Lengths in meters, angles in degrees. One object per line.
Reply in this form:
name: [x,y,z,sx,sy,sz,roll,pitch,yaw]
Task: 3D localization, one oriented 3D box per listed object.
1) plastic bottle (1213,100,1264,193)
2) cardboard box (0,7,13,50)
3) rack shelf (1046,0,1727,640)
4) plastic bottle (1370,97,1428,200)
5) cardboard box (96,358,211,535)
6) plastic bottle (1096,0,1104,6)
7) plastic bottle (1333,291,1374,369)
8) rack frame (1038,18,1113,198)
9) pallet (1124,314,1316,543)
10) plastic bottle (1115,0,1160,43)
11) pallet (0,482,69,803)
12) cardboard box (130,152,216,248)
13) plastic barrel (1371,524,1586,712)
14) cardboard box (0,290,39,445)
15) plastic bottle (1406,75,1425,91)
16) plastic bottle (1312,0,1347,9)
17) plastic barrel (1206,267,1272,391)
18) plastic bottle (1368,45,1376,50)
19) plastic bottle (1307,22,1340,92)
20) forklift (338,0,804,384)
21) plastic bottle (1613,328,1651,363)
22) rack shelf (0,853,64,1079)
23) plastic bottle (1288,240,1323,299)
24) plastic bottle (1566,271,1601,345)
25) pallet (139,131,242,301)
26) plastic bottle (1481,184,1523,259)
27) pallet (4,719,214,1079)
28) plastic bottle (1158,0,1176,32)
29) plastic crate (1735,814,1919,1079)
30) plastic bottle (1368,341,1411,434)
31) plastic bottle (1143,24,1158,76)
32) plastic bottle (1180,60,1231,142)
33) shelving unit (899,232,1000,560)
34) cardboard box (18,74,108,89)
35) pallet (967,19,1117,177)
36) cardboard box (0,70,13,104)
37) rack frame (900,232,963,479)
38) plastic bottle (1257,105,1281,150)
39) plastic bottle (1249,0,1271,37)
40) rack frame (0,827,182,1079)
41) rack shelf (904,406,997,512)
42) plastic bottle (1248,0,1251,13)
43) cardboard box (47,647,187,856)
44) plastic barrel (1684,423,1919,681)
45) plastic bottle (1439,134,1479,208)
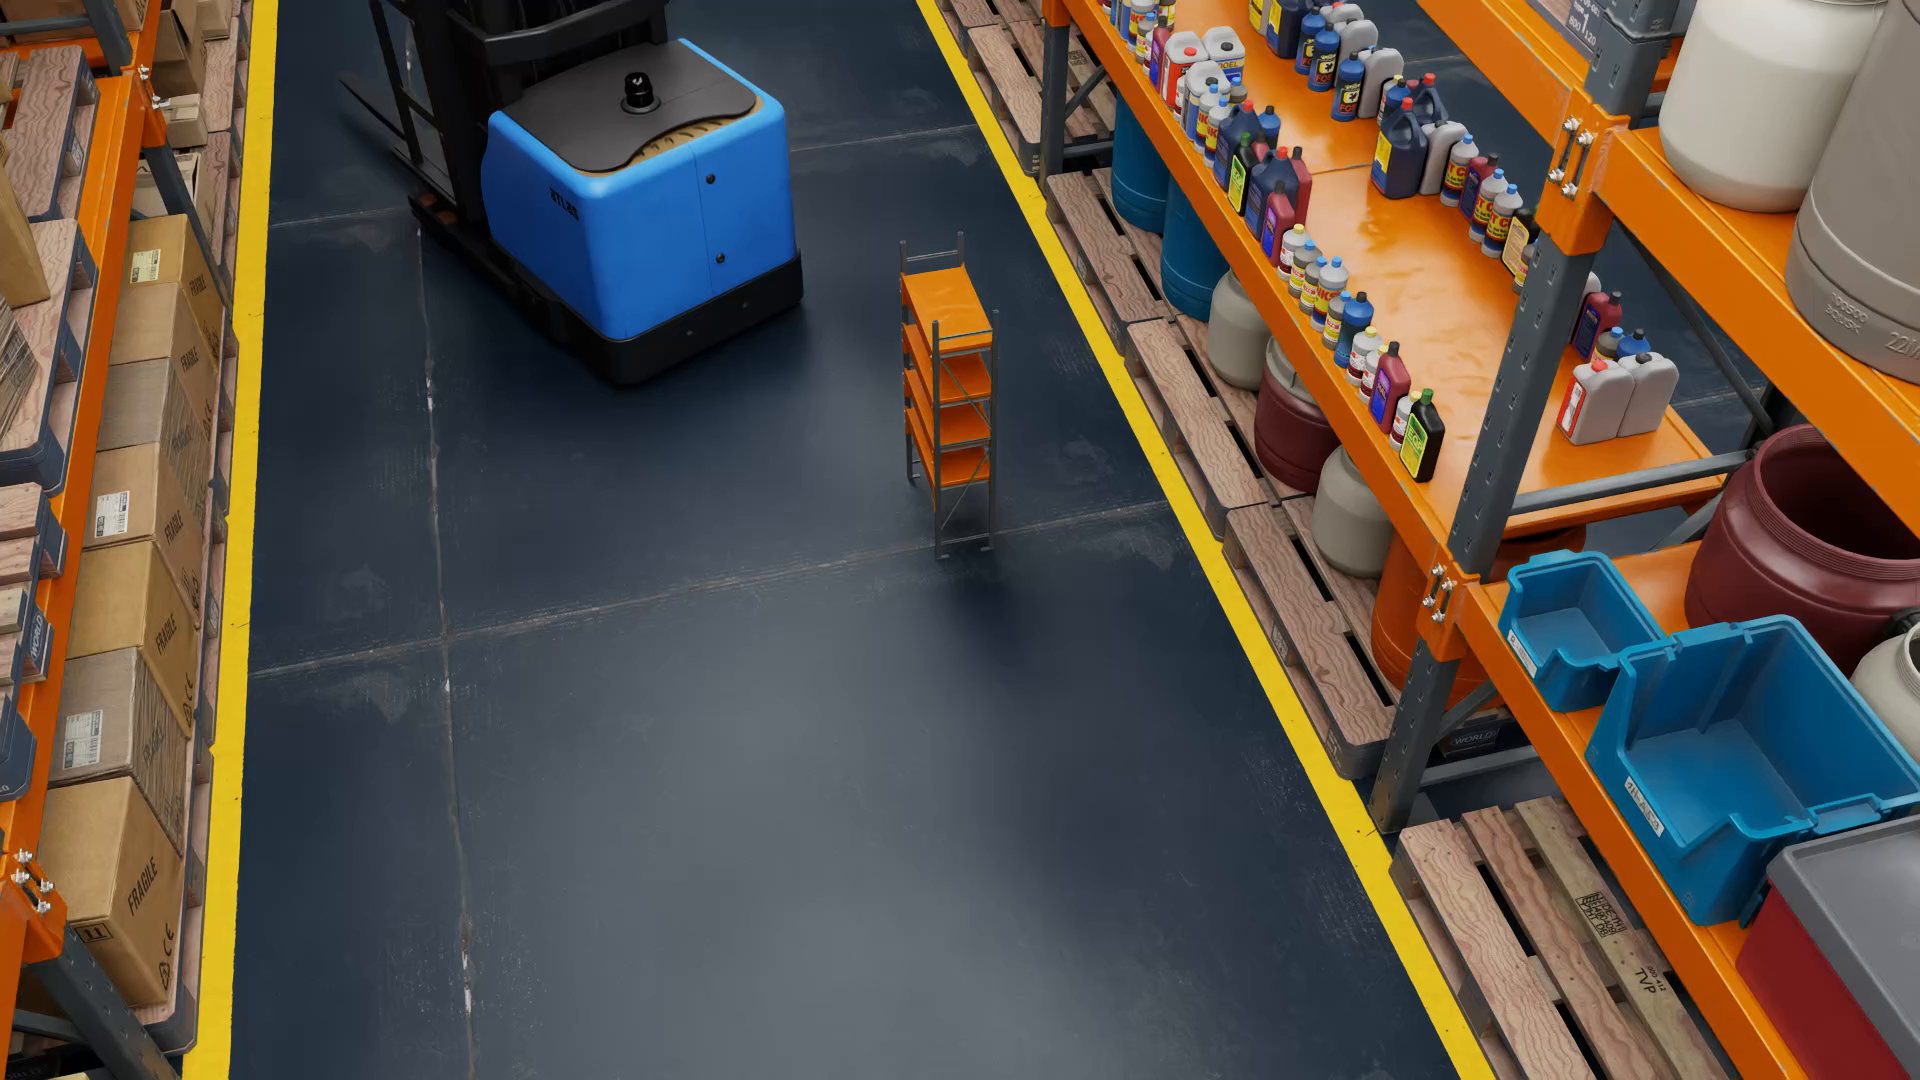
plastic bottle: [1.033,-1.469,6.124,0.144,0.351,0.185,-11,47,-10]
cardboard box: [-4.266,-2.351,6.883,0.500,0.500,0.500,-10,46,-10]
rack shelf: [1.412,-1.288,6.416,1.077,0.370,4.000,-11,47,-10]
plastic bottle: [1.621,-1.447,6.103,0.144,0.351,0.185,-11,47,-10]
cardboard box: [-3.240,-0.319,6.405,0.500,0.500,0.500,-10,46,-10]
plastic bottle: [0.615,-2.456,7.139,0.061,0.283,0.133,-11,47,-10]
plastic bottle: [1.287,-0.692,5.418,0.097,0.271,0.097,0,46,0]
rack frame: [0.900,-2.921,7.512,1.000,3.000,0.127,-11,47,-10]
pallet: [1.373,-0.560,7.151,1.003,0.211,1.213,-11,47,-10]
plastic bottle: [0.744,-2.235,6.927,0.152,0.276,0.135,-11,47,-10]
pallet: [-3.107,0.356,4.435,1.213,0.211,1.003,-11,47,-10]
cardboard box: [-3.788,-1.560,7.753,0.500,0.311,0.500,-11,47,-10]
plastic barrel: [1.782,0.119,5.759,0.600,0.830,0.708,-11,47,-10]
cardboard box: [-3.185,-0.518,4.794,0.700,0.500,0.500,-3,46,-3]
plastic bottle: [1.733,-1.662,6.360,0.061,0.283,0.133,-11,47,-10]
plastic bottle: [1.499,-2.201,6.841,0.144,0.351,0.185,-11,47,-10]
plastic barrel: [1.262,-0.923,7.002,0.421,0.512,0.421,0,46,0]
plastic bottle: [1.626,-1.870,6.621,0.097,0.201,0.097,0,46,0]
plastic bottle: [1.454,-1.934,6.635,0.097,0.271,0.097,0,46,0]
forklift: [-2.074,-2.692,7.336,1.130,2.935,3.031,-32,53,-27]
plastic bottle: [2.122,-0.557,5.286,0.097,0.271,0.097,0,46,0]
rack shelf: [-2.354,2.377,2.824,1.077,0.370,4.000,-11,47,-10]
plastic bottle: [1.187,-0.936,5.706,0.097,0.201,0.097,0,46,0]
plastic bottle: [2.007,-0.793,5.514,0.152,0.276,0.135,-11,47,-10]
pallet: [-4.064,-1.516,8.088,1.003,0.211,1.213,-11,47,-10]
plastic bottle: [1.911,-1.128,5.845,0.097,0.271,0.097,0,46,0]
pallet: [-3.020,1.198,5.428,1.003,0.211,1.213,-11,47,-10]
plastic bottle: [0.859,-2.245,6.989,0.097,0.201,0.097,0,46,0]
plastic crate: [2.042,0.990,3.634,0.402,0.464,0.583,-11,47,-10]
plastic bottle: [1.349,-0.479,5.201,0.061,0.283,0.133,-11,47,-10]
plastic bottle: [0.797,-1.990,6.739,0.097,0.201,0.097,0,46,0]
plastic bottle: [0.946,-1.688,6.391,0.152,0.276,0.135,-11,47,-10]
shelving unit: [-0.042,-0.534,6.433,0.258,1.200,0.503,-11,47,-10]
cardboard box: [-4.502,-2.090,8.272,0.500,0.311,0.500,-11,47,-10]
pallet: [0.674,-2.445,8.998,1.003,0.211,1.213,-11,47,-10]
cardboard box: [-3.984,-1.831,6.081,0.700,0.500,0.500,-26,51,-23]
rack frame: [-0.105,-0.703,6.599,0.240,1.200,0.015,-11,47,-10]
plastic bottle: [1.139,-1.494,6.204,0.097,0.271,0.097,0,46,0]
plastic bottle: [1.312,-2.302,6.940,0.144,0.351,0.185,-11,47,-10]
rack frame: [-2.866,0.744,3.920,1.000,3.000,0.127,-11,47,-10]
rack shelf: [-0.042,-0.348,6.623,0.258,0.148,0.480,-11,47,-10]
plastic bottle: [1.291,-2.350,7.092,0.097,0.201,0.097,0,46,0]
cardboard box: [-2.845,0.738,5.369,0.500,0.500,0.500,-12,47,-12]
plastic barrel: [2.335,0.058,4.497,0.600,0.536,0.708,-11,47,-10]
plastic bottle: [1.827,-1.354,6.067,0.097,0.271,0.097,0,46,0]
